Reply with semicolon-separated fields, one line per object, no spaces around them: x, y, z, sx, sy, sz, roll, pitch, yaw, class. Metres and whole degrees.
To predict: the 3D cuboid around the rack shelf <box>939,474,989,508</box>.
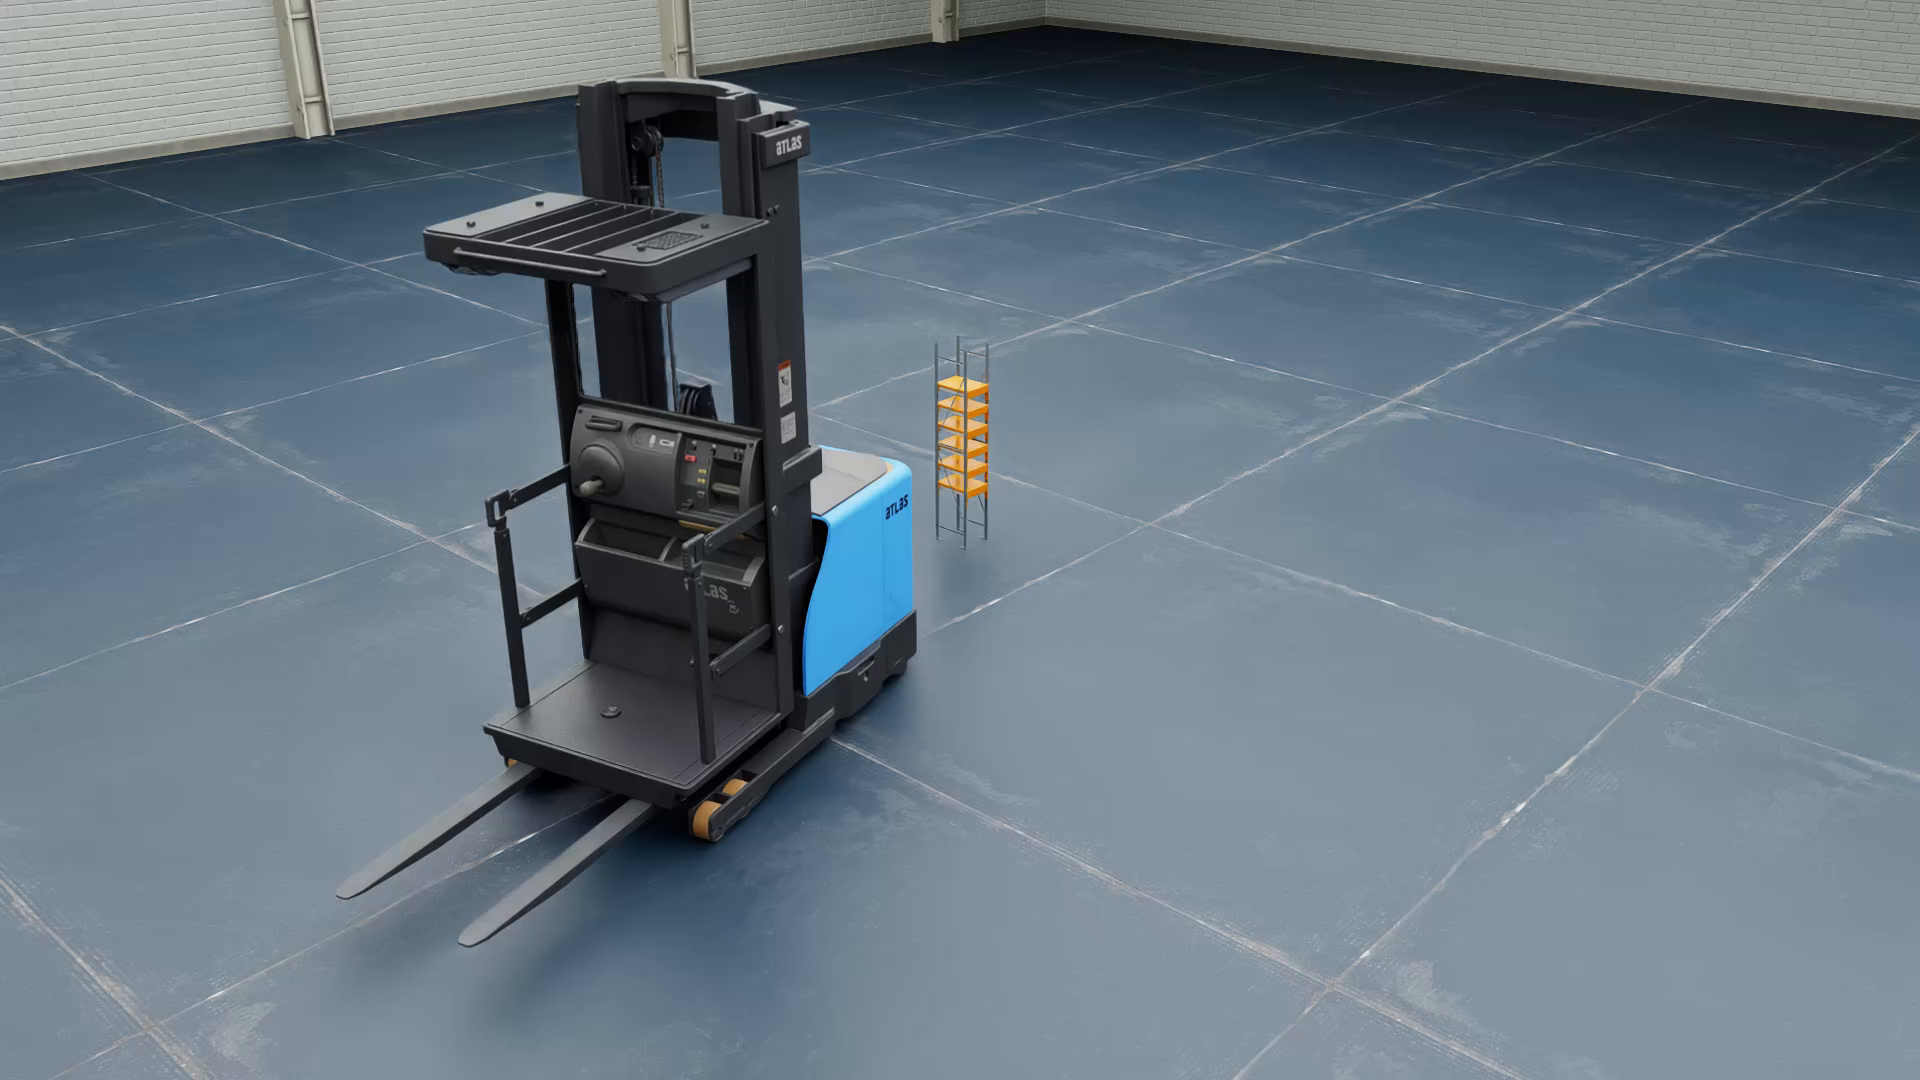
0.010;-0.292;9.631;0.258;0.103;0.180;20;31;38;rack shelf

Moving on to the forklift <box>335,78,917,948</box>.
-1.348;-0.288;6.810;1.130;2.935;3.031;12;27;25;forklift

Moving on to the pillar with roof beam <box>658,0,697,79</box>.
-1.063;-9.950;20.942;9.100;9.000;0.400;20;31;38;pillar with roof beam

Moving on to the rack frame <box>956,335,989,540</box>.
0.071;-0.580;9.577;0.240;1.200;0.006;20;31;38;rack frame

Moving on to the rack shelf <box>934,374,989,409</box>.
0.010;-0.840;9.385;0.258;0.103;0.180;20;31;38;rack shelf

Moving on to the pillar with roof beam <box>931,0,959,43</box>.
2.941;-11.778;25.019;9.100;9.000;0.400;20;31;38;pillar with roof beam

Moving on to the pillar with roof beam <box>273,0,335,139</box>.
-5.068;-8.122;16.865;9.100;9.000;0.400;20;31;38;pillar with roof beam

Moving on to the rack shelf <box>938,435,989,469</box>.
0.010;-0.511;9.533;0.258;0.103;0.180;20;31;38;rack shelf

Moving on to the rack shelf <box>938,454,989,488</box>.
0.010;-0.402;9.582;0.258;0.103;0.180;20;31;38;rack shelf

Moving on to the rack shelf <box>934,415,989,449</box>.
0.010;-0.621;9.483;0.258;0.103;0.180;20;31;38;rack shelf

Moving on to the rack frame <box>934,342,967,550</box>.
-0.051;-0.524;9.452;0.240;1.200;0.006;20;31;38;rack frame

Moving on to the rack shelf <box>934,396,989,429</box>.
0.010;-0.730;9.434;0.258;0.103;0.180;20;31;38;rack shelf

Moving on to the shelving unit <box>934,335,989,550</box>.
0.010;-0.552;9.514;0.258;1.200;0.189;20;31;38;shelving unit
